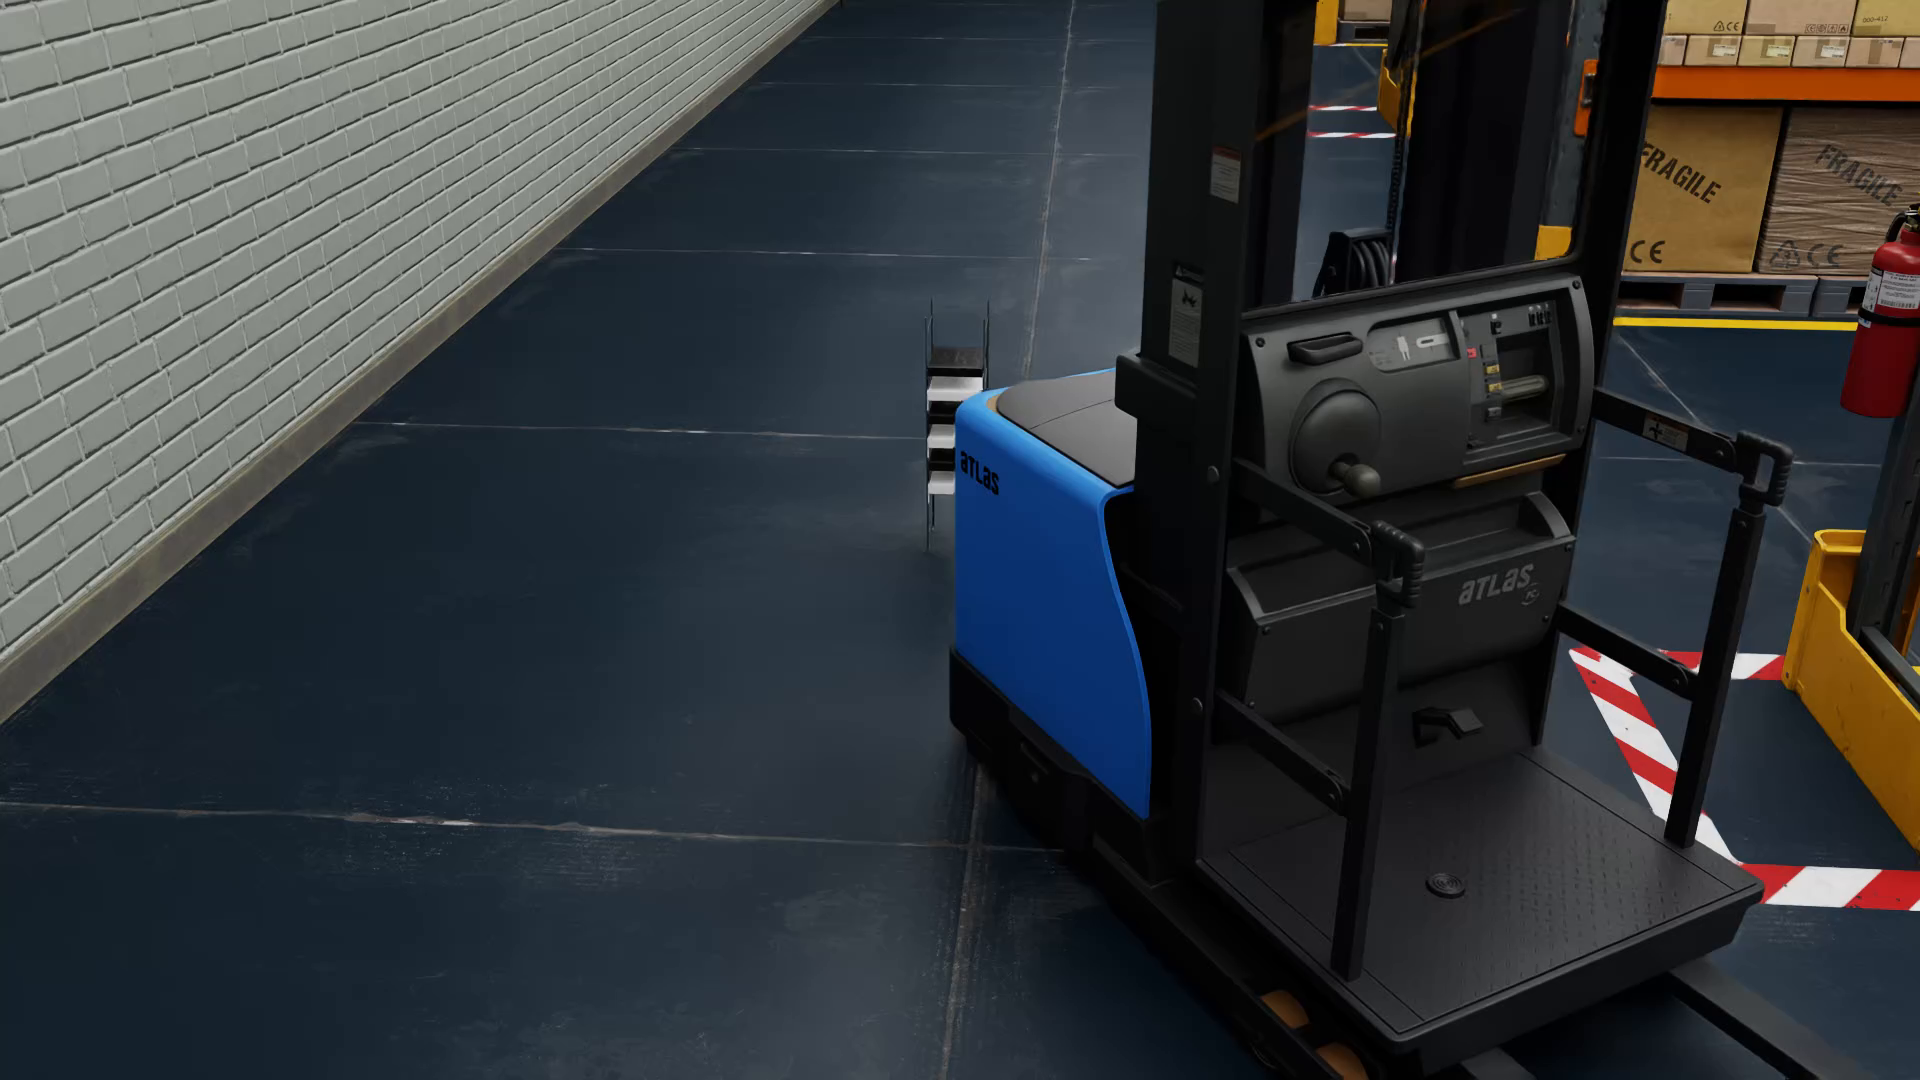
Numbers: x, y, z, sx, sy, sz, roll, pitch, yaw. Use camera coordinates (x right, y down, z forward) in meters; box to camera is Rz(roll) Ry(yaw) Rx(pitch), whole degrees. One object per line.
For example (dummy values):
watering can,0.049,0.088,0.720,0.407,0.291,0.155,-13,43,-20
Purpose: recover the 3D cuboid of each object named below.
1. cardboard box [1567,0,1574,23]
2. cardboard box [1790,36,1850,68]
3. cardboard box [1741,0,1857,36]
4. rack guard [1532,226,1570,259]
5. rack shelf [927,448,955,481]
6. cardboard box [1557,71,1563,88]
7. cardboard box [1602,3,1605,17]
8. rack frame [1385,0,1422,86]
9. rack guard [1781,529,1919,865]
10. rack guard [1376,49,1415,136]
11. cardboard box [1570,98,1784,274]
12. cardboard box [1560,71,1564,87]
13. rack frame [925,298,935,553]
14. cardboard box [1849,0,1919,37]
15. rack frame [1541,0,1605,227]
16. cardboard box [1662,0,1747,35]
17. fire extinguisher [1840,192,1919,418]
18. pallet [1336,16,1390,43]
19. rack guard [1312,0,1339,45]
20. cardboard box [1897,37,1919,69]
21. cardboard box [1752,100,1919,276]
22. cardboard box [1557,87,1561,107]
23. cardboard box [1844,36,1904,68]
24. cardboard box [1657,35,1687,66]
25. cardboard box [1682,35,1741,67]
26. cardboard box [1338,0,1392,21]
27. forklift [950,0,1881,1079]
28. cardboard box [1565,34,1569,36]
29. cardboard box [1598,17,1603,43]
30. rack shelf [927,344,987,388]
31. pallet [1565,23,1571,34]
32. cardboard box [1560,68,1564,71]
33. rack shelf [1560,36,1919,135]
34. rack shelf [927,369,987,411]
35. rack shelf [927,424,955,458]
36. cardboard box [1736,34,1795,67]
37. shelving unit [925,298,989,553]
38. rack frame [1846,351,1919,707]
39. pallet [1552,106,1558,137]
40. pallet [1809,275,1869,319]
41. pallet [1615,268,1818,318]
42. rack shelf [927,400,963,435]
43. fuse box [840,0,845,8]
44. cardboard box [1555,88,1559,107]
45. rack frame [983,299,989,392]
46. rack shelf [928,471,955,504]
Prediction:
cardboard box,6.381,-5.885,18.013,0.875,0.438,0.875,1,25,2
cardboard box,4.244,-2.476,8.342,0.250,0.149,0.380,1,25,3
cardboard box,4.121,-2.687,8.326,0.500,0.250,0.500,2,25,3
rack guard,3.120,-1.627,9.189,0.348,0.500,1.175,2,25,4
rack shelf,-0.008,-0.297,6.114,0.200,0.077,0.258,2,25,4
cardboard box,4.647,-3.730,13.320,0.250,0.149,0.380,2,25,5
cardboard box,3.648,-2.924,8.840,0.500,0.250,0.500,1,25,3
rack frame,3.625,-4.826,13.150,0.127,3.000,1.000,2,25,4
rack guard,2.740,0.442,4.691,0.348,0.500,1.175,2,25,4
rack guard,3.700,-3.688,13.667,0.348,0.500,1.175,2,25,4
cardboard box,3.788,-2.001,9.049,0.875,0.875,0.875,2,25,4
cardboard box,4.894,-3.677,13.204,0.250,0.149,0.380,3,25,6
rack frame,-0.109,-0.412,6.070,0.006,0.900,0.240,2,25,4
cardboard box,4.622,-2.670,8.288,0.500,0.250,0.500,1,25,2
rack frame,3.144,-2.762,8.665,0.127,3.000,1.000,2,25,4
cardboard box,3.602,-2.701,8.356,0.500,0.250,0.500,1,25,3
fire extinguisher,2.649,-0.688,4.695,0.183,0.674,0.296,2,25,4
pallet,4.706,-5.633,18.239,1.213,0.211,1.003,2,25,4
rack guard,3.879,-5.758,18.165,0.348,0.500,1.175,2,25,4
cardboard box,4.755,-2.459,8.306,0.250,0.149,0.380,2,25,3
cardboard box,4.696,-1.972,8.986,0.875,0.875,0.875,2,25,4
cardboard box,4.884,-3.539,13.260,0.250,0.149,0.380,2,25,5
cardboard box,4.498,-2.467,8.324,0.250,0.149,0.380,1,25,3
cardboard box,3.473,-2.499,8.394,0.250,0.149,0.380,2,25,5
cardboard box,3.729,-2.492,8.377,0.250,0.149,0.380,1,25,3
cardboard box,4.569,-5.940,18.133,0.875,0.438,0.875,1,25,2
forklift,1.108,-0.303,3.403,1.130,2.935,3.031,-13,28,-25
cardboard box,4.939,-4.059,13.679,0.250,0.149,0.380,1,25,2
cardboard box,3.524,-2.774,8.991,0.250,0.149,0.380,2,25,5
rack shelf,-0.008,-0.624,5.964,0.200,0.077,0.258,2,25,4
pallet,5.919,-5.593,18.152,1.213,0.211,1.003,2,25,4
cardboard box,4.647,-3.814,13.146,0.250,0.149,0.380,2,25,4
rack shelf,5.138,-2.371,8.676,4.000,0.370,1.077,2,25,4
rack shelf,-0.008,-0.542,6.001,0.200,0.077,0.258,2,25,4
rack shelf,-0.008,-0.379,6.076,0.200,0.077,0.258,2,25,4
cardboard box,3.984,-2.484,8.360,0.250,0.149,0.380,1,25,3
shelving unit,-0.008,-0.409,6.062,0.210,0.900,0.258,2,25,4
rack frame,2.765,-0.698,4.178,0.127,3.000,1.000,2,25,4
pallet,4.508,-3.516,13.639,1.213,0.211,1.003,2,25,4
pallet,5.161,-1.462,9.176,1.213,0.211,1.003,2,25,4
pallet,3.947,-1.502,9.263,1.213,0.211,1.003,2,25,4
rack shelf,-0.008,-0.461,6.039,0.200,0.077,0.258,2,25,4
fuse box,-1.415,-7.349,20.174,0.414,1.711,0.539,2,25,4
cardboard box,4.638,-3.592,13.377,0.250,0.149,0.380,2,25,5
rack frame,0.093,-0.406,6.055,0.006,0.900,0.240,2,25,4
rack shelf,-0.008,-0.215,6.152,0.200,0.077,0.258,2,25,4
